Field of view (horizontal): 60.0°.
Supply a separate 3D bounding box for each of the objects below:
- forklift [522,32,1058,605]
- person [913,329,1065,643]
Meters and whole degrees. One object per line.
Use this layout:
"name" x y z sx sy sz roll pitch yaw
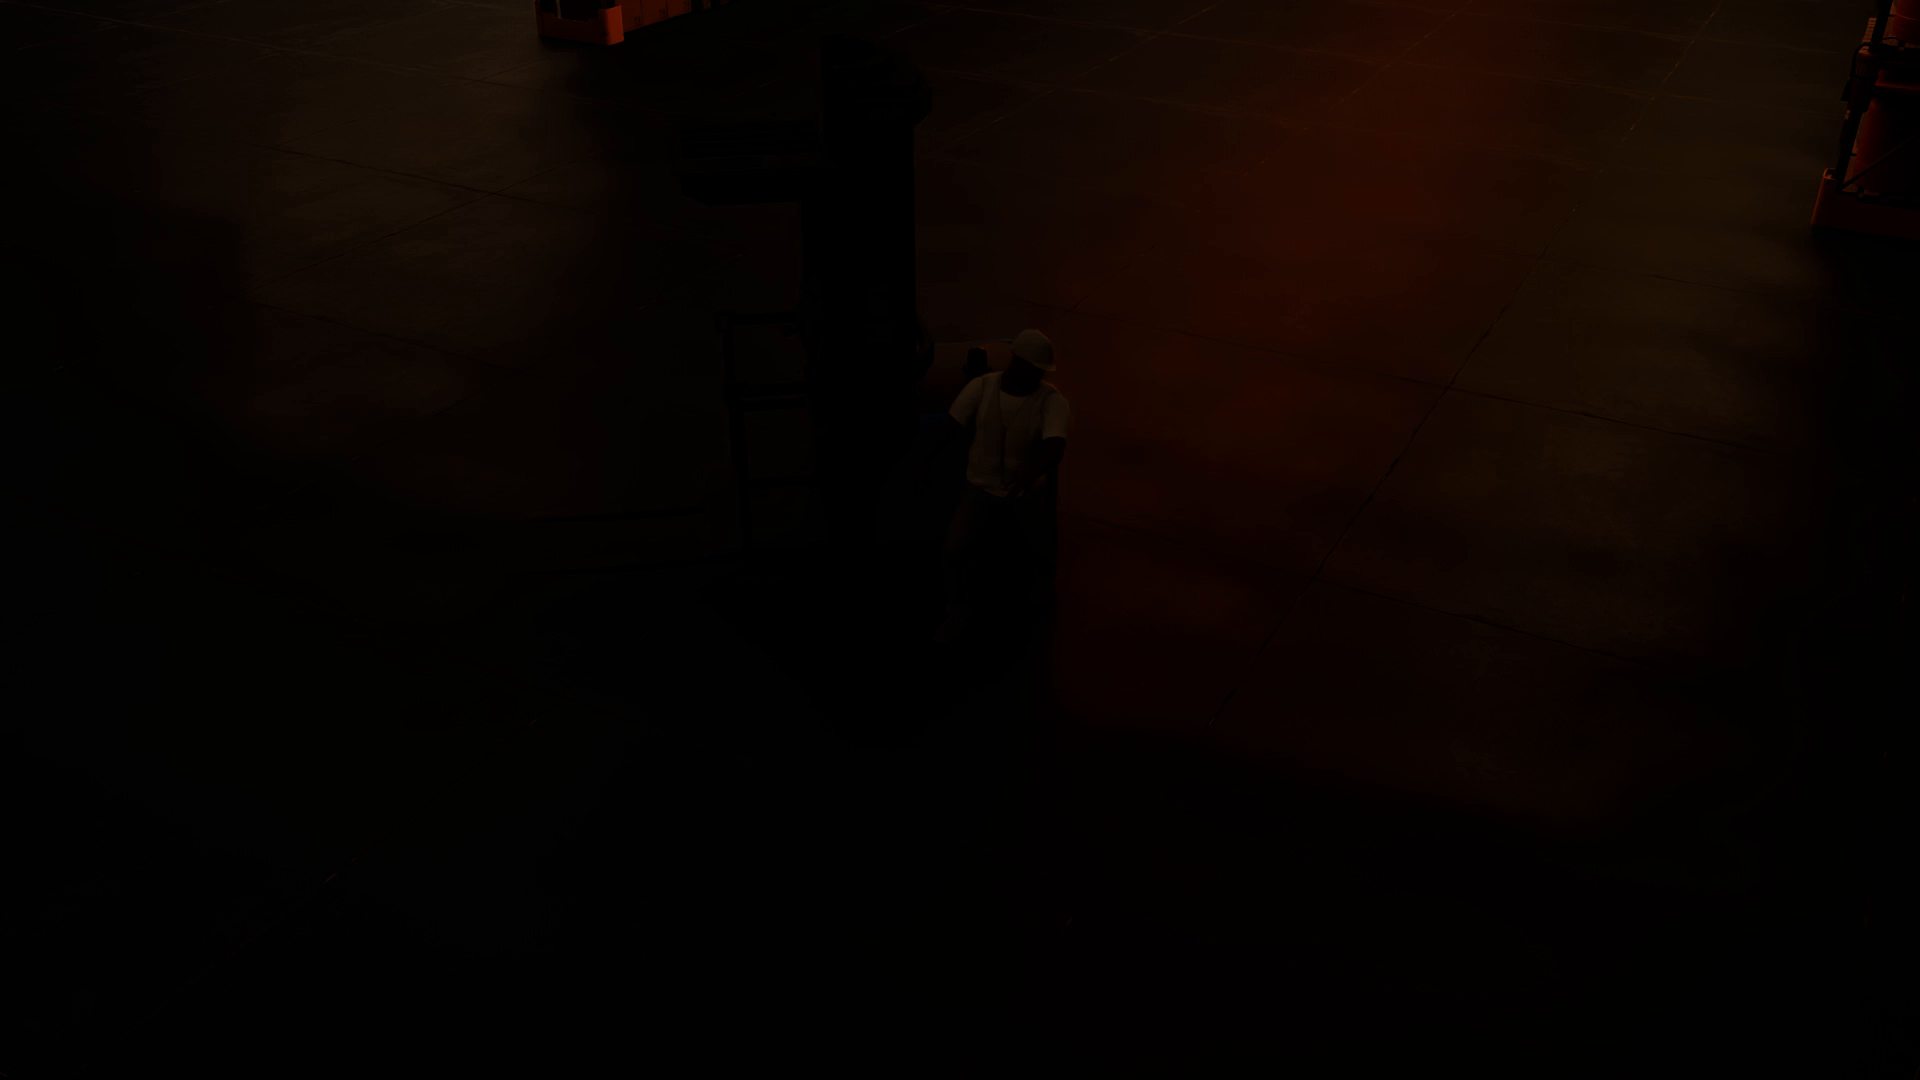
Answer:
"forklift" -1.001 -1.189 9.131 3.031 2.935 1.130 -5 30 -9
"person" 0.150 -0.276 8.826 0.821 1.676 0.895 3 30 5
